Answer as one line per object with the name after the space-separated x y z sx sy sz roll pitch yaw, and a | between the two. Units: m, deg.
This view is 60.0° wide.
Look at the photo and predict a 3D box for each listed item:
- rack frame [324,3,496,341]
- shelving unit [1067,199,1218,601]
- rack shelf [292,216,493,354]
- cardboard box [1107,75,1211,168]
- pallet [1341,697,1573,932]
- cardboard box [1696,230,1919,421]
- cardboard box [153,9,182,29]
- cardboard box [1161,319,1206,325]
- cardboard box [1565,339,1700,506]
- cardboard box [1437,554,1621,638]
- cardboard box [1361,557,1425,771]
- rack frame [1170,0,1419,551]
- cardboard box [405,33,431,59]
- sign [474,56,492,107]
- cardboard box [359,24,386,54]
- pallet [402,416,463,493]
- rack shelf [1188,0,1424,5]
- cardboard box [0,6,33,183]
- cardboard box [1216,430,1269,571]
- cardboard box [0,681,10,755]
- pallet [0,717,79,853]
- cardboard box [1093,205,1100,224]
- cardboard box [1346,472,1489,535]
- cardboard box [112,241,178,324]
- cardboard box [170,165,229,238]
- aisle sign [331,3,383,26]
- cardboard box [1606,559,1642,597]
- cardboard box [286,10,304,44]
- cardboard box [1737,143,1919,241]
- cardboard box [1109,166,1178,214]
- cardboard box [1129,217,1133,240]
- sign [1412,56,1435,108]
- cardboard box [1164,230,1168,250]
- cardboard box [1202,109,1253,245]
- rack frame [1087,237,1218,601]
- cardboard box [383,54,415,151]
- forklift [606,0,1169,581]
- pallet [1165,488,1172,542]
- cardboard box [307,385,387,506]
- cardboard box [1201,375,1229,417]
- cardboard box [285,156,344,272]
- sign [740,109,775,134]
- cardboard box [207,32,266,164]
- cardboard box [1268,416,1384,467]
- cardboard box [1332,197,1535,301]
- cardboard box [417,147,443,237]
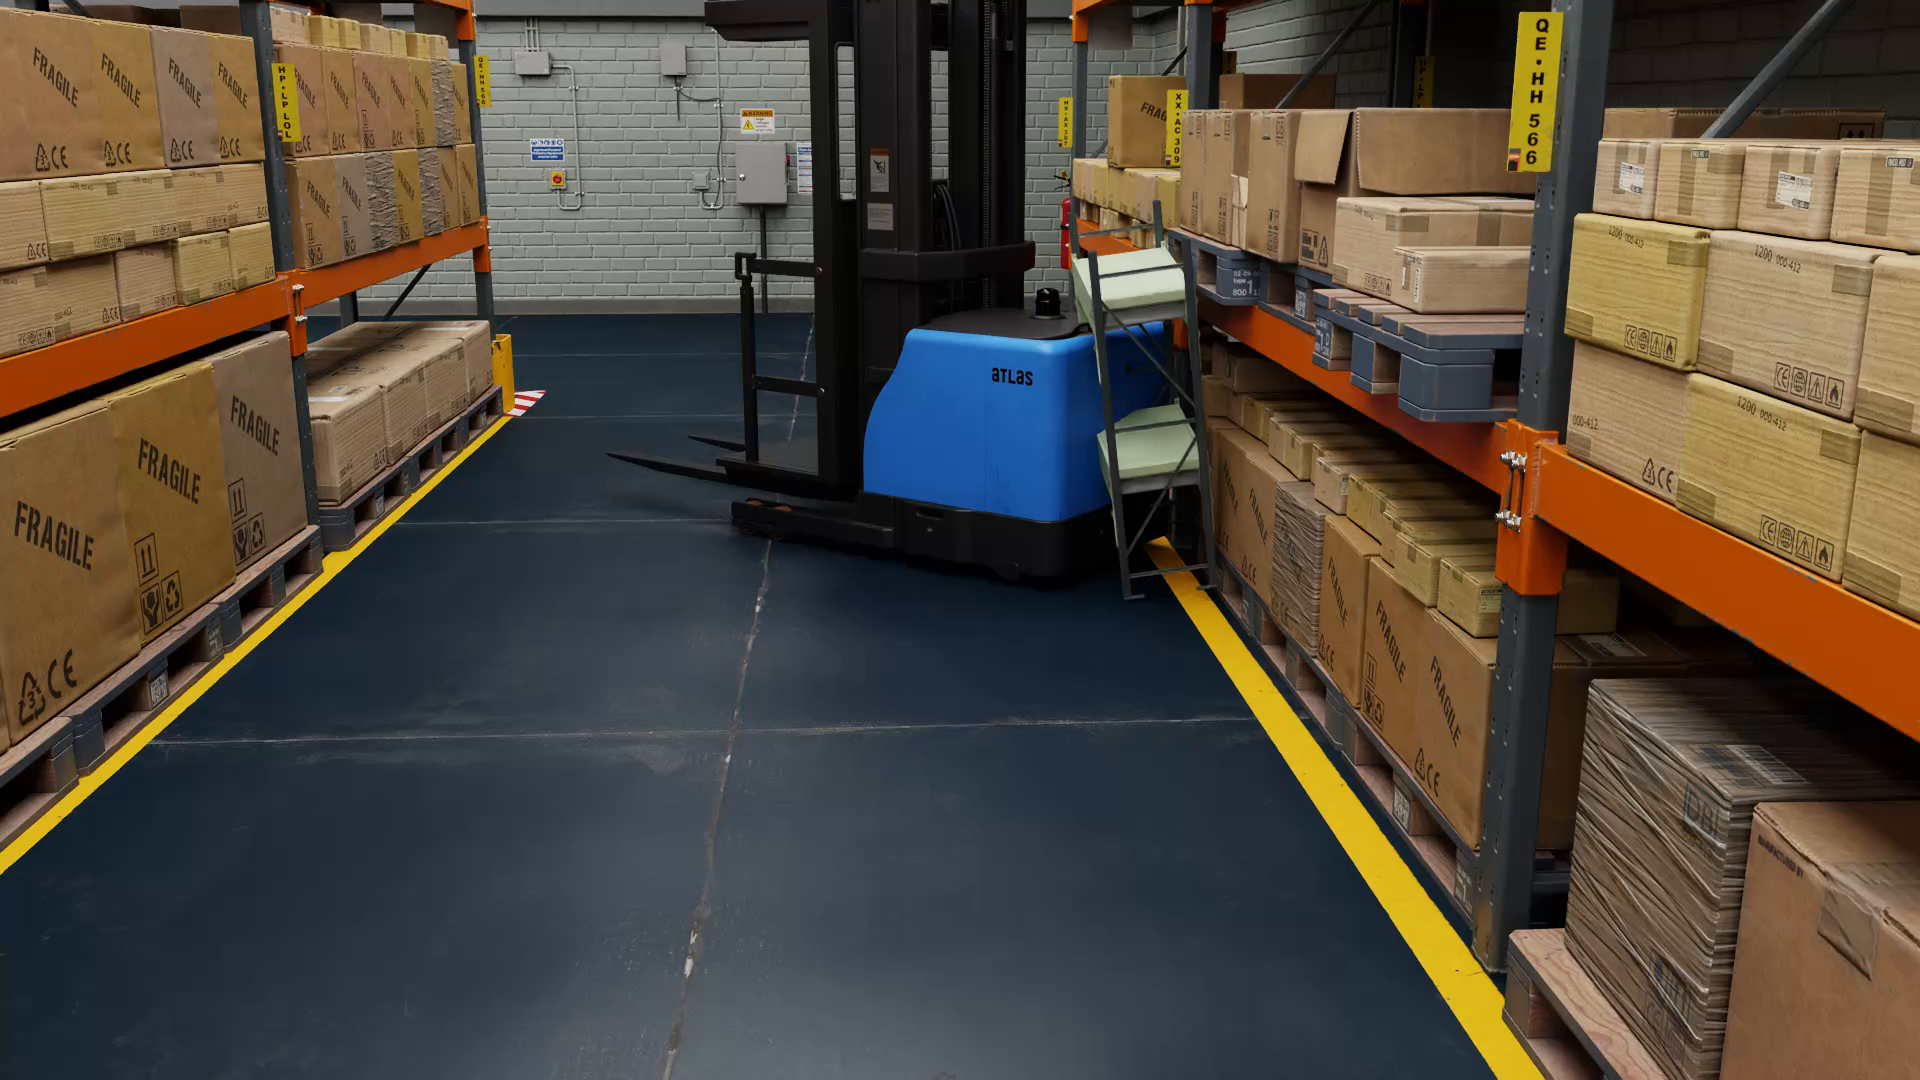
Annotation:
-3.692 -2.344 11.116 1.000 3.000 0.127 -1 14 -3 | rack frame
0.774 -0.601 7.067 0.431 1.500 0.755 -8 23 1 | shelving unit
-3.568 -1.498 9.273 1.077 0.370 4.000 -1 14 -3 | rack shelf
1.115 -2.366 9.401 0.500 0.500 0.500 -1 14 -2 | cardboard box
1.749 0.732 4.756 1.003 0.211 1.213 -1 14 -3 | pallet
1.571 -0.363 2.714 0.500 0.250 0.500 0 14 -2 | cardboard box
-3.689 -2.335 7.572 0.380 0.149 0.250 -1 14 -2 | cardboard box
1.205 -1.262 11.079 0.797 0.503 0.637 -1 15 -6 | cardboard box
1.541 -0.245 3.260 0.500 0.250 0.500 -1 14 -3 | cardboard box
1.474 0.142 4.325 0.380 0.149 0.250 -2 15 -6 | cardboard box
1.496 0.349 4.824 0.500 0.500 0.500 -1 14 -4 | cardboard box
1.510 -1.427 7.551 1.000 3.000 0.127 -1 14 -3 | rack frame
-3.356 -2.916 9.829 0.380 0.149 0.250 -1 14 -2 | cardboard box
-3.149 -3.024 10.961 0.100 0.325 0.005 -1 14 -3 | sign
-3.280 -2.657 8.826 0.380 0.149 0.250 -1 14 -3 | cardboard box
-3.492 -0.493 9.519 1.003 0.211 1.213 -1 14 -3 | pallet
1.634 -2.033 5.334 1.077 0.370 4.000 -1 14 -3 | rack shelf
-3.040 -1.265 4.718 0.500 0.500 0.500 0 14 -2 | cardboard box
1.358 -0.163 6.815 0.500 0.500 0.500 -1 14 -4 | cardboard box
-3.156 0.298 4.268 0.875 0.875 0.875 -1 14 -4 | cardboard box
-3.170 0.799 4.497 1.003 0.211 1.213 -1 14 -3 | pallet
1.071 -2.151 10.872 0.380 0.149 0.250 -1 14 -2 | cardboard box
1.467 -0.120 5.343 0.380 0.149 0.250 -1 14 -4 | cardboard box
-3.122 -0.916 5.869 0.500 0.250 0.500 -1 14 -5 | cardboard box
-3.136 -1.288 6.312 0.500 0.250 0.500 -1 14 -2 | cardboard box
-3.986 -3.616 10.844 0.394 0.787 0.004 -1 14 -3 | aisle sign
2.047 0.060 4.644 0.380 0.149 0.250 0 14 -2 | cardboard box
-3.237 -2.342 7.599 0.380 0.149 0.250 -1 14 -3 | cardboard box
1.543 -0.581 2.761 0.380 0.149 0.250 0 14 -2 | cardboard box
1.140 -1.998 9.474 0.500 0.250 0.500 -1 14 -5 | cardboard box
1.160 -1.764 9.368 0.380 0.149 0.250 -1 14 -4 | cardboard box
2.064 -1.997 7.444 0.100 0.325 0.005 -1 14 -3 | sign
1.200 -1.445 8.126 0.380 0.149 0.250 0 14 -2 | cardboard box
1.349 -1.426 6.505 0.700 0.500 0.500 -1 14 -3 | cardboard box
0.791 -0.459 6.730 0.400 1.500 0.023 -8 23 1 | rack frame
-3.306 -2.383 9.060 0.500 0.500 0.500 -1 14 -4 | cardboard box
-0.500 -1.513 8.024 3.031 2.935 1.130 11 18 35 | forklift
1.468 -0.247 8.563 1.003 0.211 1.213 -1 14 -3 | pallet
-3.376 -0.469 8.130 0.875 0.438 0.875 -1 14 -4 | cardboard box
1.267 -0.640 7.367 0.380 0.149 0.250 0 14 -1 | cardboard box
-3.212 -1.518 7.707 0.500 0.500 0.500 0 14 -2 | cardboard box
-2.027 -4.193 16.644 0.339 0.242 0.001 -1 14 -3 | sign
-3.166 -1.774 6.696 0.500 0.500 0.500 0 14 -2 | cardboard box
1.397 -0.378 6.348 0.380 0.149 0.250 -1 14 -4 | cardboard box
1.369 -0.820 4.652 0.500 0.250 0.500 -2 15 -6 | cardboard box
-3.340 -2.024 9.671 0.500 0.500 0.500 0 14 -2 | cardboard box
